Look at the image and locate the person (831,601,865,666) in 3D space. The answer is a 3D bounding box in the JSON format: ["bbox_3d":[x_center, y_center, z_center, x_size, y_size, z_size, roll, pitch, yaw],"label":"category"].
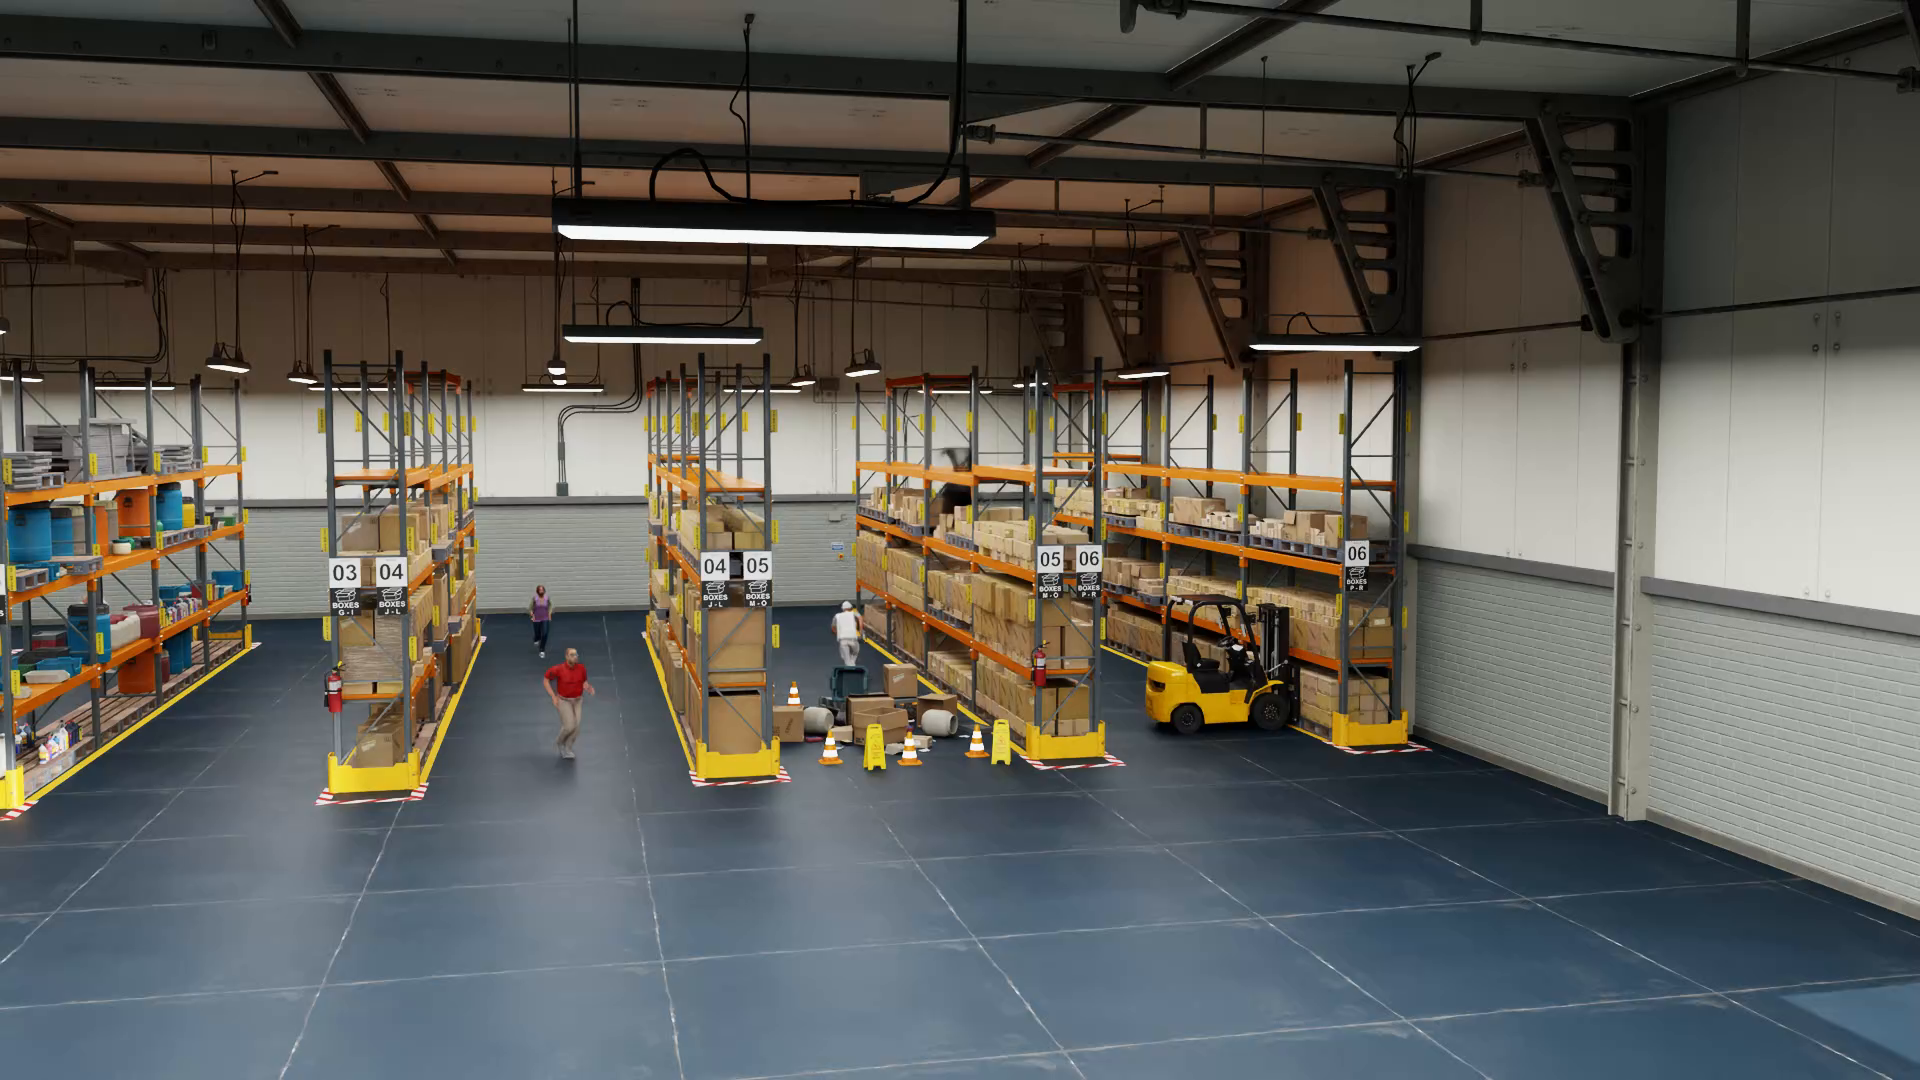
[{"bbox_3d":[-2.168,2.002,32.075,0.661,1.552,1.196,0,4,-2],"label":"person"}]

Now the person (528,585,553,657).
[{"bbox_3d":[-9.065,1.737,35.946,0.518,1.559,0.656,-2,4,-21],"label":"person"}]

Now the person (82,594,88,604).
[{"bbox_3d":[-17.154,1.881,32.817,0.711,1.667,0.873,-2,5,-29],"label":"person"}]

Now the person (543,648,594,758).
[{"bbox_3d":[-5.803,2.441,24.764,0.667,1.676,0.680,-4,5,-42],"label":"person"}]
